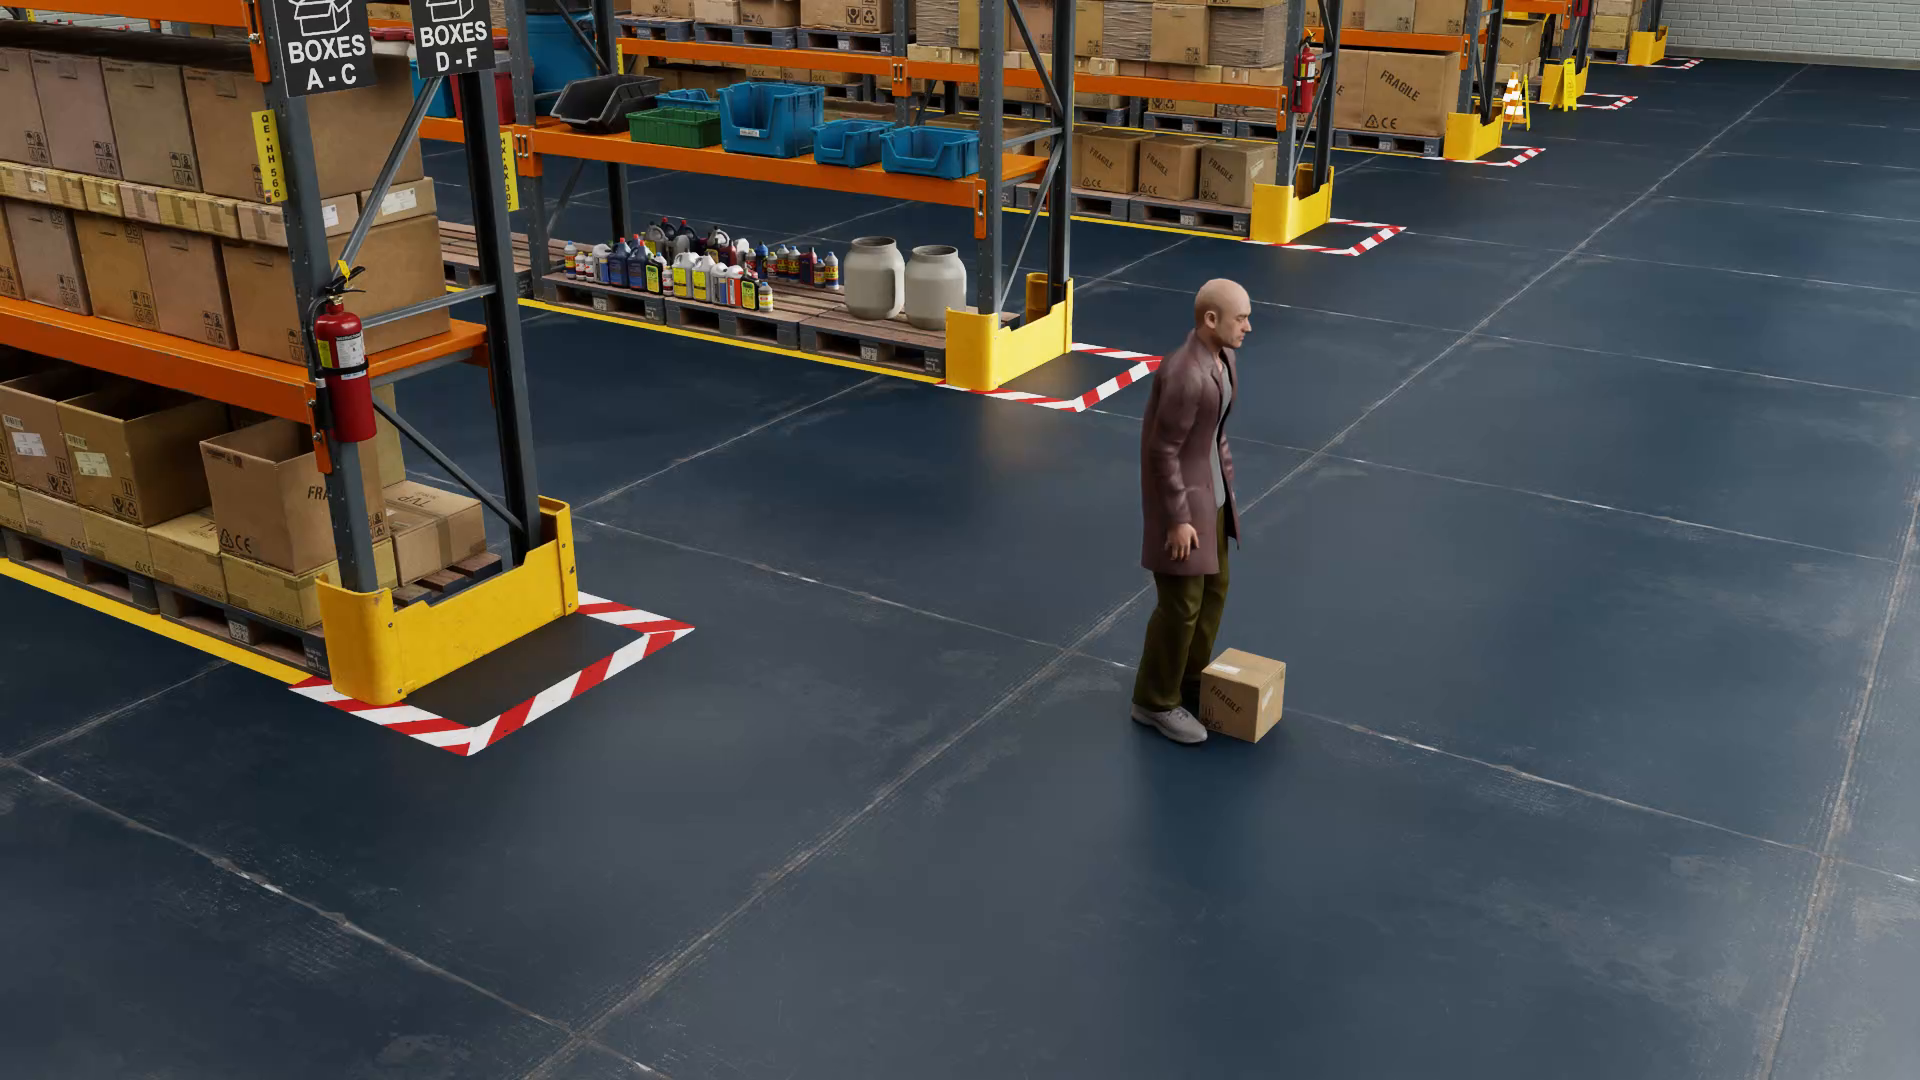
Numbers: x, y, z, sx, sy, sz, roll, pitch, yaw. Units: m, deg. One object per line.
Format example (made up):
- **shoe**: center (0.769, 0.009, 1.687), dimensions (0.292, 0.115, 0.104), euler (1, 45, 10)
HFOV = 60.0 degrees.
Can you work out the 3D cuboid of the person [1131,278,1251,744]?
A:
- **person**: center (0.914, -0.140, 6.448), dimensions (0.425, 1.773, 0.652), euler (12, 26, 26)
